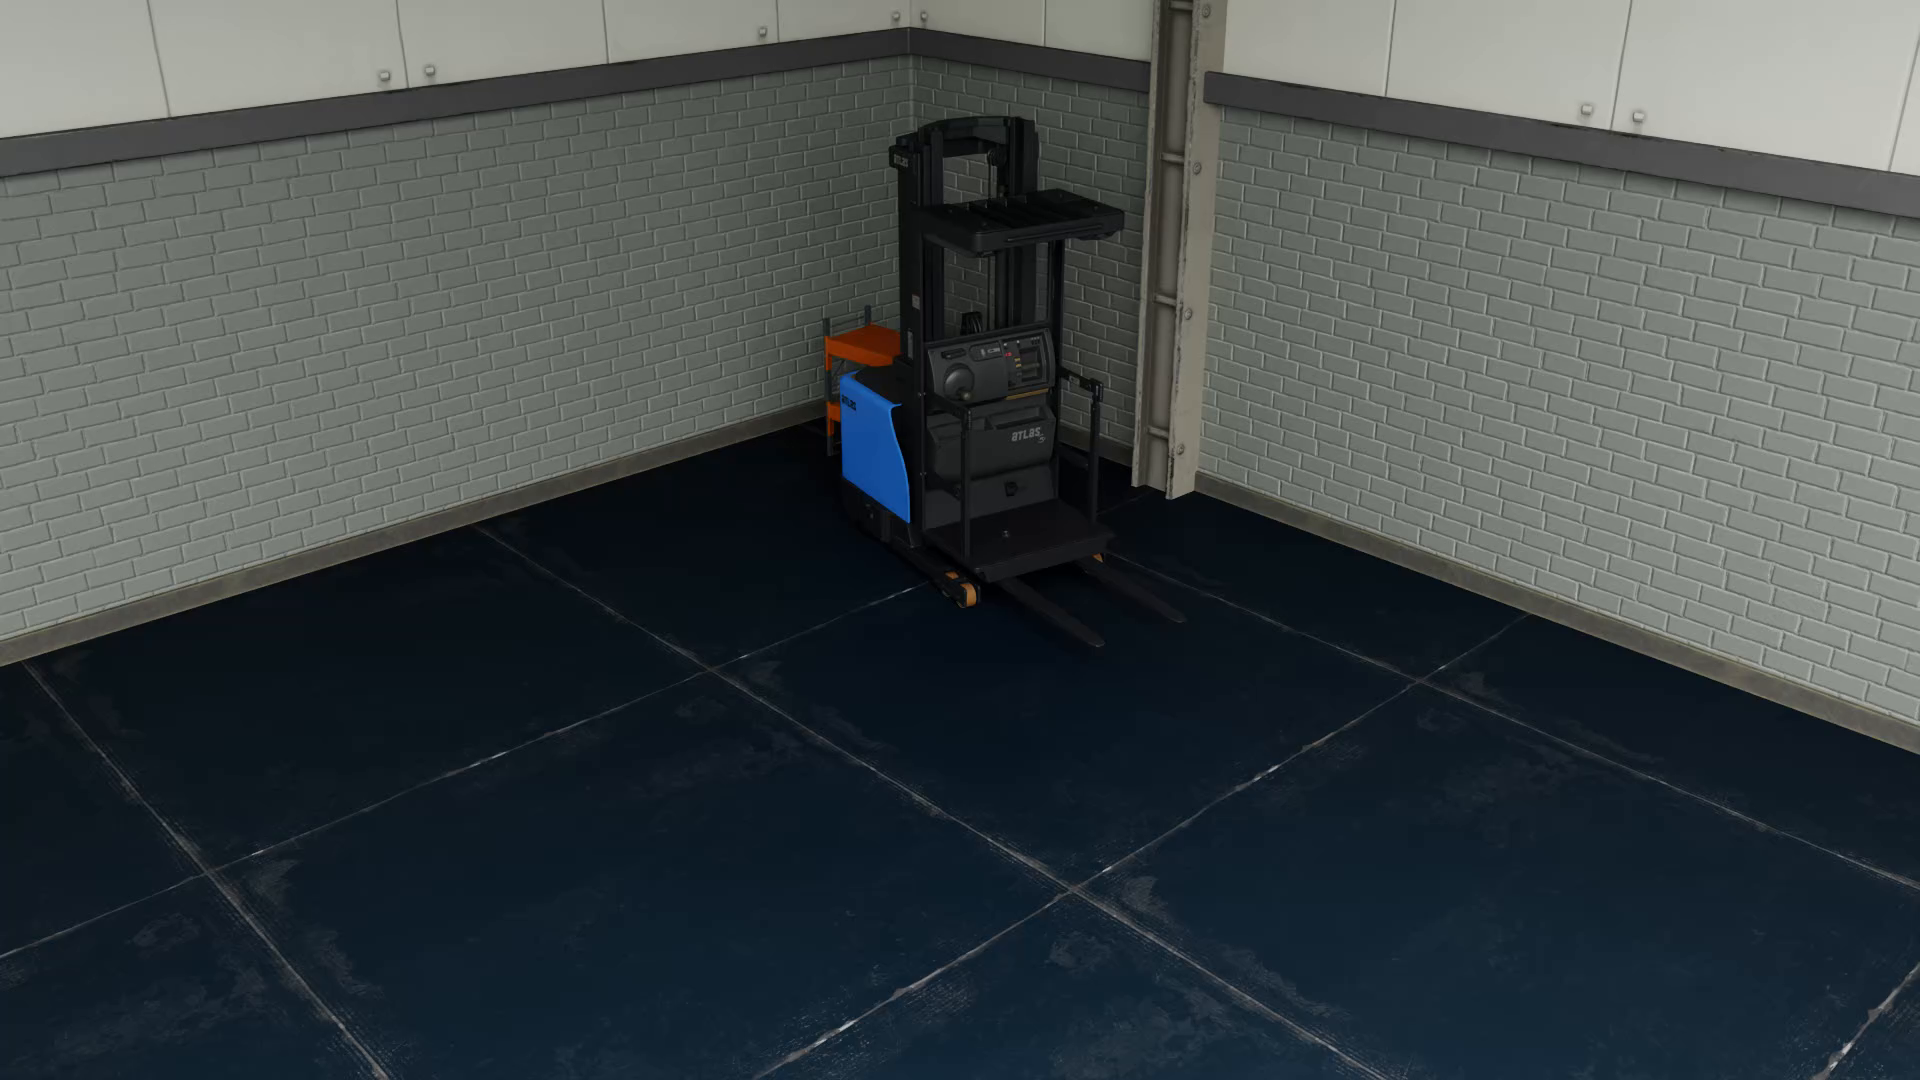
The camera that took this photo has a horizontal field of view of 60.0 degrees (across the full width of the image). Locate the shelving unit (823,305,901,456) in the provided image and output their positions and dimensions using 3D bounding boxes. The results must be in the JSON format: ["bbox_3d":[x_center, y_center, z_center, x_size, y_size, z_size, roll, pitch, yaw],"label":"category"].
[{"bbox_3d":[-0.498,-1.120,12.851,1.048,1.125,0.538,20,31,37],"label":"shelving unit"}]

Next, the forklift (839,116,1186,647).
[{"bbox_3d":[0.321,-1.111,10.654,1.130,2.935,3.031,-14,28,-28],"label":"forklift"}]

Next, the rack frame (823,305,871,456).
[{"bbox_3d":[-0.878,-1.261,13.159,0.032,1.125,0.500,20,31,37],"label":"rack frame"}]

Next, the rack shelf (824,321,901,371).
[{"bbox_3d":[-0.498,-1.387,12.729,1.000,0.278,0.538,20,31,37],"label":"rack shelf"}]

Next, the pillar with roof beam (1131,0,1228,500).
[{"bbox_3d":[-1.595,-3.275,8.087,9.100,9.000,0.400,-21,32,-38],"label":"pillar with roof beam"}]

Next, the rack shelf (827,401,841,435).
[{"bbox_3d":[-0.498,-0.898,12.952,1.000,0.278,0.538,20,31,37],"label":"rack shelf"}]
